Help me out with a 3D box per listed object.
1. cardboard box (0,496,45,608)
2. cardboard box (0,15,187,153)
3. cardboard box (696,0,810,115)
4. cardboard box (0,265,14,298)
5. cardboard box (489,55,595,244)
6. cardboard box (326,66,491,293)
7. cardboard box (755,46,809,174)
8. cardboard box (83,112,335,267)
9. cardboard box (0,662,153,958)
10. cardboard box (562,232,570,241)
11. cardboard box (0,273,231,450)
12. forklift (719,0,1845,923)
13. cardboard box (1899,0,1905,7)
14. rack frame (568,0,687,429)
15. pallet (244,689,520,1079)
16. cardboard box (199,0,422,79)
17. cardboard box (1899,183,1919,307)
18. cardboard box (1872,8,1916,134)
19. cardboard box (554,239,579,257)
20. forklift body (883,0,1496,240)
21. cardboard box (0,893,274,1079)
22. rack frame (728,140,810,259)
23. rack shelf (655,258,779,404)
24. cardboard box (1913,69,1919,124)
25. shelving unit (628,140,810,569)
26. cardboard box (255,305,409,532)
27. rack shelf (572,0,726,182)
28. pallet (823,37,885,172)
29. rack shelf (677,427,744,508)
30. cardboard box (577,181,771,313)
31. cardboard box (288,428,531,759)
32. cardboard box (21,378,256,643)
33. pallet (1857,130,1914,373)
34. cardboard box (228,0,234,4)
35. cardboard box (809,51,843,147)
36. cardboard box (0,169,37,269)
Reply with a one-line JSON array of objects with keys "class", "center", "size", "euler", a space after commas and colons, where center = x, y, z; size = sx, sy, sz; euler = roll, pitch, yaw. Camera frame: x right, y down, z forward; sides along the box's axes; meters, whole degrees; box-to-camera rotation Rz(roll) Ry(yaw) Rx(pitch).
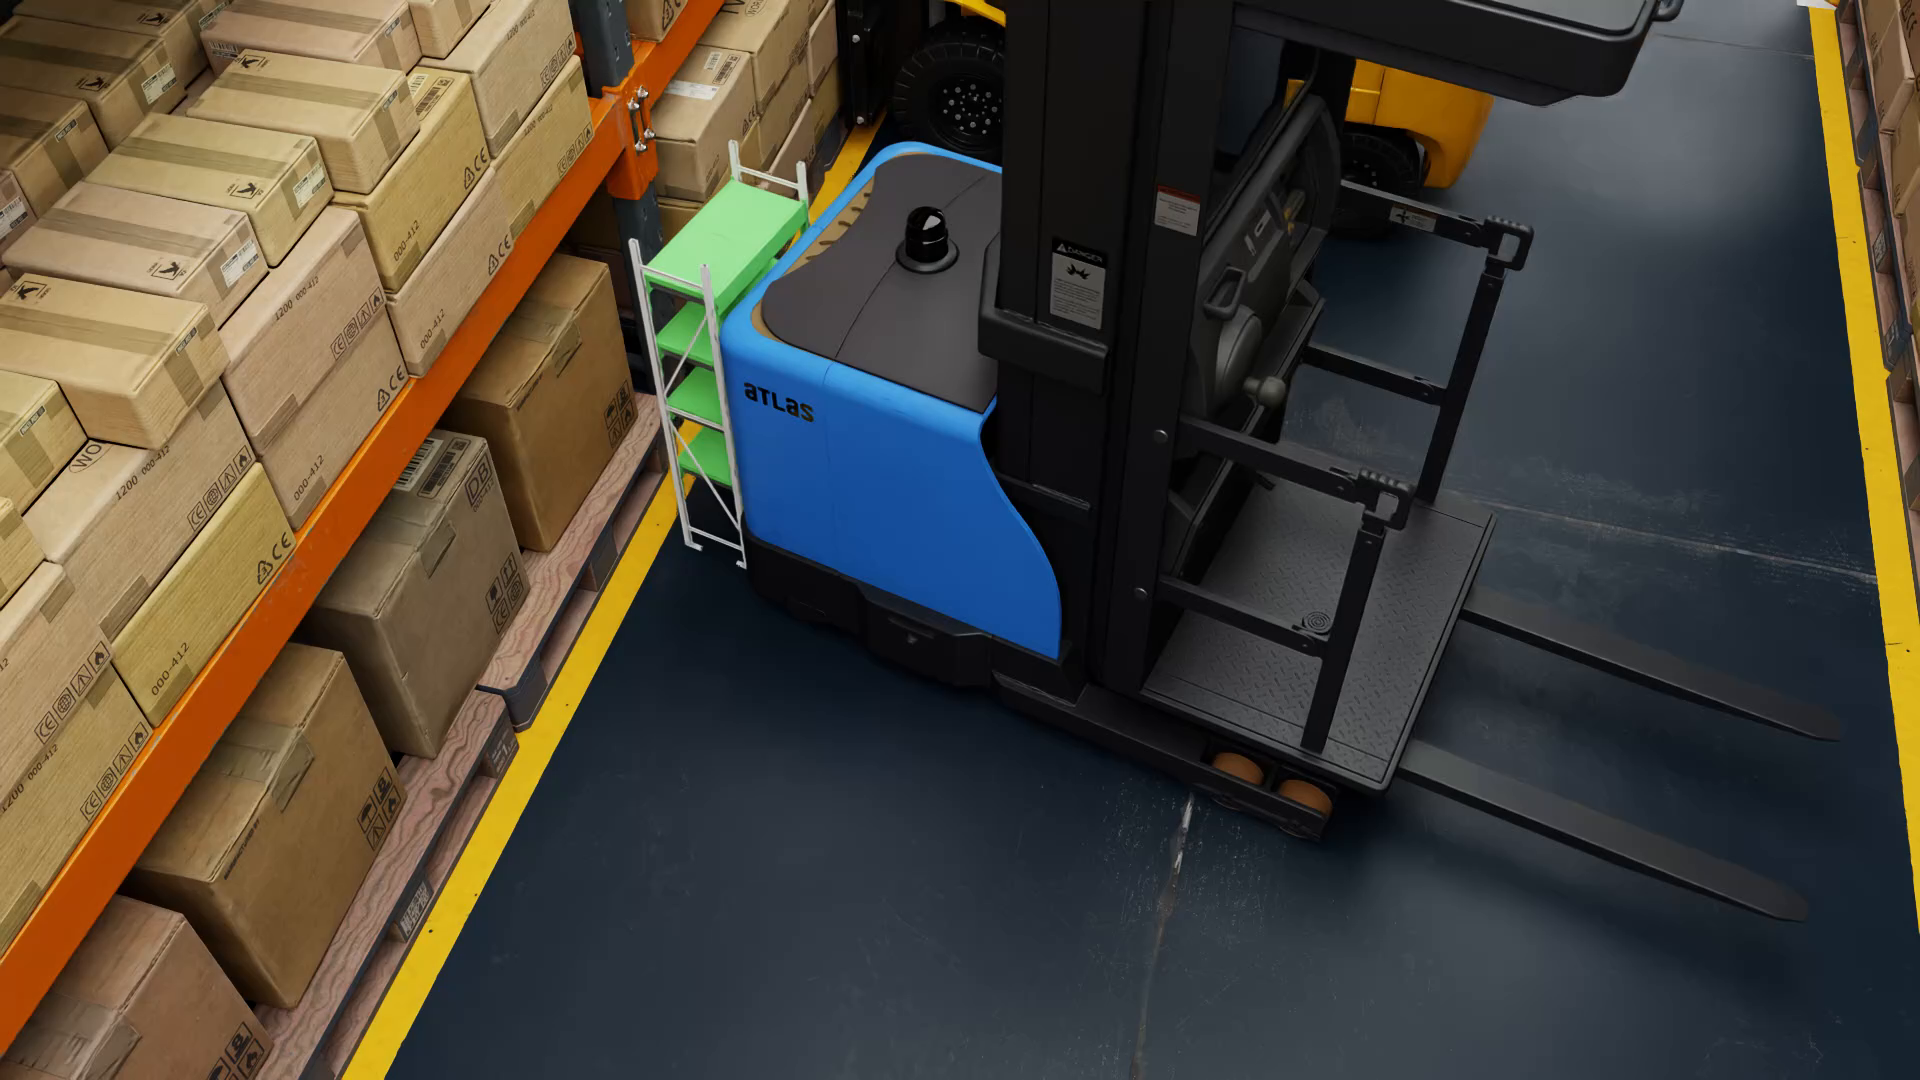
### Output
[{"class": "cardboard box", "center": [-1.764, 0.028, 2.725], "size": [0.380, 0.149, 0.250], "euler": [13, 50, 11]}, {"class": "cardboard box", "center": [-1.943, -0.992, 3.625], "size": [0.380, 0.149, 0.250], "euler": [11, 50, 10]}, {"class": "cardboard box", "center": [-0.834, -1.725, 5.659], "size": [0.500, 0.250, 0.500], "euler": [12, 50, 10]}, {"class": "cardboard box", "center": [-2.078, -0.578, 3.526], "size": [0.500, 0.250, 0.500], "euler": [10, 49, 9]}, {"class": "cardboard box", "center": [-1.289, -1.043, 4.270], "size": [0.500, 0.250, 0.500], "euler": [13, 50, 11]}, {"class": "cardboard box", "center": [-1.420, -0.846, 3.762], "size": [0.500, 0.250, 0.500], "euler": [10, 49, 9]}, {"class": "cardboard box", "center": [-0.853, -1.557, 5.844], "size": [0.500, 0.250, 0.500], "euler": [11, 50, 10]}, {"class": "cardboard box", "center": [-1.521, -0.716, 3.382], "size": [0.380, 0.149, 0.250], "euler": [10, 49, 9]}, {"class": "cardboard box", "center": [-1.843, 0.424, 2.975], "size": [0.500, 0.250, 0.500], "euler": [10, 49, 9]}, {"class": "cardboard box", "center": [-1.478, -1.296, 5.614], "size": [0.500, 0.250, 0.500], "euler": [11, 49, 9]}, {"class": "cardboard box", "center": [-1.587, -0.329, 3.040], "size": [0.380, 0.149, 0.250], "euler": [10, 49, 9]}, {"class": "forklift", "center": [0.903, -0.619, 3.842], "size": [3.031, 2.935, 1.130], "euler": [21, 52, 18]}, {"class": "cardboard box", "center": [3.949, -2.357, 6.383], "size": [0.500, 0.500, 0.500], "euler": [10, 49, 9]}, {"class": "rack frame", "center": [-1.409, -1.509, 4.581], "size": [1.000, 3.000, 0.127], "euler": [12, 50, 10]}, {"class": "pallet", "center": [-1.884, 0.839, 4.368], "size": [1.003, 0.211, 1.213], "euler": [12, 50, 10]}, {"class": "cardboard box", "center": [-1.450, -1.109, 3.729], "size": [0.380, 0.149, 0.250], "euler": [12, 50, 10]}, {"class": "cardboard box", "center": [3.546, -0.996, 5.682], "size": [0.500, 0.250, 0.500], "euler": [12, 50, 11]}, {"class": "cardboard box", "center": [3.813, -1.758, 6.355], "size": [0.500, 0.250, 0.500], "euler": [13, 50, 11]}, {"class": "cardboard box", "center": [-1.476, -1.129, 5.800], "size": [0.500, 0.250, 0.500], "euler": [12, 50, 10]}, {"class": "forklift body", "center": [0.905, -2.390, 5.925], "size": [2.313, 2.155, 1.214], "euler": [12, 50, 10]}, {"class": "cardboard box", "center": [-2.120, 1.108, 3.575], "size": [0.875, 0.625, 0.625], "euler": [13, 50, 11]}, {"class": "rack frame", "center": [-0.535, -0.673, 5.044], "size": [0.240, 1.200, 0.015], "euler": [21, 52, 17]}, {"class": "rack shelf", "center": [-0.645, -0.626, 4.768], "size": [0.258, 0.148, 0.480], "euler": [21, 52, 17]}, {"class": "cardboard box", "center": [3.676, -1.616, 5.730], "size": [0.500, 0.500, 0.500], "euler": [12, 50, 11]}, {"class": "shelving unit", "center": [-0.645, -0.510, 4.900], "size": [0.258, 1.200, 0.503], "euler": [21, 52, 17]}, {"class": "cardboard box", "center": [-1.576, -0.326, 3.637], "size": [0.500, 0.250, 0.500], "euler": [12, 50, 10]}, {"class": "rack shelf", "center": [-0.882, -2.718, 6.128], "size": [1.077, 0.370, 4.000], "euler": [12, 50, 10]}, {"class": "pallet", "center": [-0.840, -2.039, 6.908], "size": [1.003, 0.211, 1.213], "euler": [12, 50, 10]}, {"class": "rack shelf", "center": [-0.645, -0.309, 5.127], "size": [0.258, 0.148, 0.480], "euler": [21, 52, 17]}, {"class": "cardboard box", "center": [-0.962, -1.023, 5.706], "size": [0.500, 0.250, 0.500], "euler": [12, 50, 10]}, {"class": "cardboard box", "center": [-1.747, 0.077, 4.485], "size": [0.875, 0.625, 0.625], "euler": [11, 50, 10]}, {"class": "cardboard box", "center": [-1.711, -0.116, 3.118], "size": [0.500, 0.250, 0.500], "euler": [12, 50, 11]}, {"class": "pallet", "center": [3.843, -0.988, 5.981], "size": [1.003, 0.211, 1.213], "euler": [12, 50, 10]}, {"class": "cardboard box", "center": [-1.829, -1.361, 3.952], "size": [0.380, 0.149, 0.250], "euler": [10, 49, 9]}, {"class": "cardboard box", "center": [-0.723, -1.768, 6.364], "size": [0.500, 0.250, 0.500], "euler": [12, 50, 11]}, {"class": "cardboard box", "center": [-2.095, -0.633, 3.309], "size": [0.380, 0.149, 0.250], "euler": [11, 50, 10]}]
